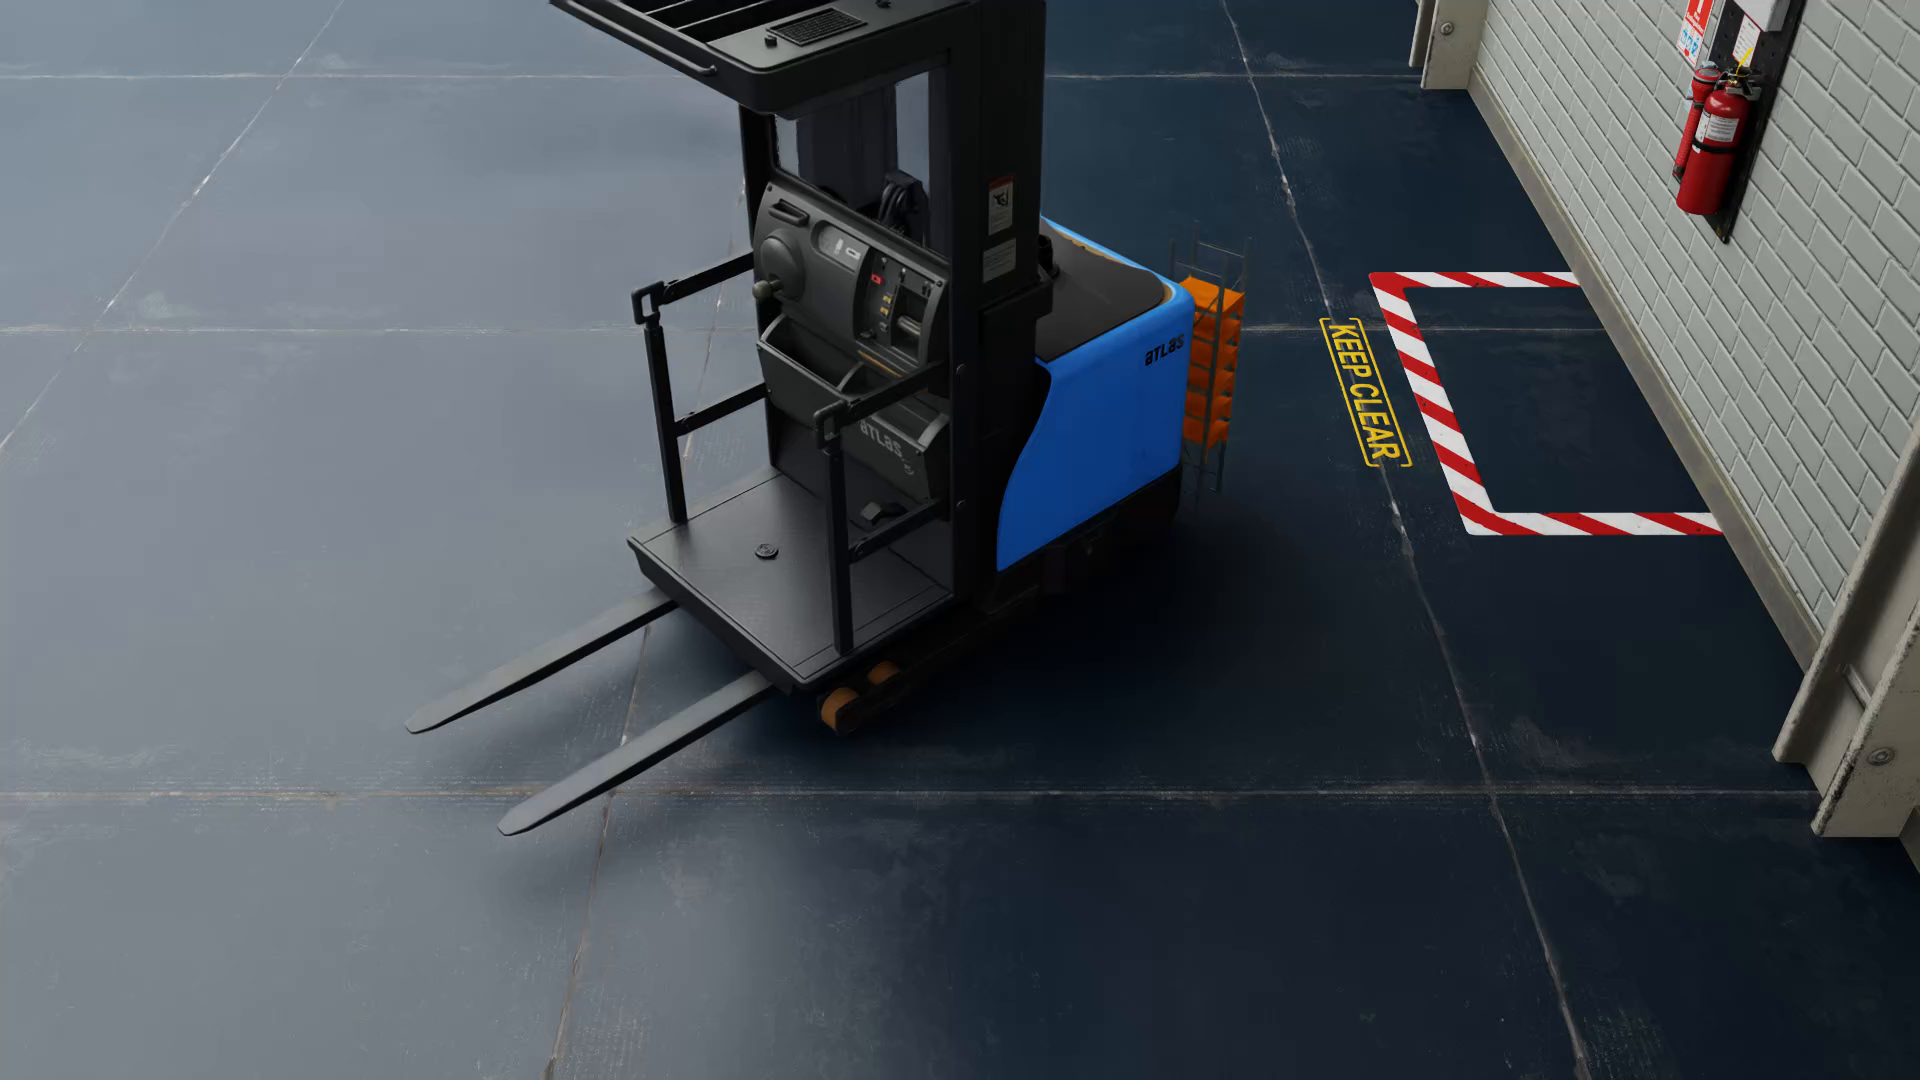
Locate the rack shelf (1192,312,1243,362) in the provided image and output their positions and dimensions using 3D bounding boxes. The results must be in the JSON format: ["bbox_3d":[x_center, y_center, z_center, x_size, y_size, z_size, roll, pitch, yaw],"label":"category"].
[{"bbox_3d":[0.944,-0.815,6.495,0.258,0.103,0.180,24,45,27],"label":"rack shelf"}]

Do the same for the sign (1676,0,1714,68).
[{"bbox_3d":[3.136,-2.215,7.087,0.001,0.329,0.234,0,39,0],"label":"sign"}]

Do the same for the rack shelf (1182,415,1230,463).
[{"bbox_3d":[0.944,-0.441,6.796,0.258,0.103,0.180,24,45,27],"label":"rack shelf"}]

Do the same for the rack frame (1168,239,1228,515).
[{"bbox_3d":[0.891,-0.616,6.560,0.240,1.200,0.006,24,45,27],"label":"rack frame"}]

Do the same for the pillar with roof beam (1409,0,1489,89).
[{"bbox_3d":[-1.314,-6.400,7.540,9.100,9.000,0.400,0,39,0],"label":"pillar with roof beam"}]

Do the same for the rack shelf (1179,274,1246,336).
[{"bbox_3d":[0.944,-0.909,6.420,0.258,0.103,0.180,24,45,27],"label":"rack shelf"}]

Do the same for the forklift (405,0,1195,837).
[{"bbox_3d":[-0.535,-0.829,5.441,3.031,2.935,1.130,-30,47,-32],"label":"forklift"}]

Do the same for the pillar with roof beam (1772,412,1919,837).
[{"bbox_3d":[-1.307,-2.648,2.858,9.100,9.000,0.400,0,39,0],"label":"pillar with roof beam"}]

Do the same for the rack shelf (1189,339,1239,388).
[{"bbox_3d":[0.944,-0.722,6.570,0.258,0.103,0.180,24,45,27],"label":"rack shelf"}]

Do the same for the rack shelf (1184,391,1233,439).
[{"bbox_3d":[0.944,-0.535,6.721,0.258,0.103,0.180,24,45,27],"label":"rack shelf"}]

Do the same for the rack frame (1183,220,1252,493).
[{"bbox_3d":[0.997,-0.709,6.676,0.240,1.200,0.006,24,45,27],"label":"rack frame"}]

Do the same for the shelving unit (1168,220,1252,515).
[{"bbox_3d":[0.944,-0.663,6.618,0.258,1.200,0.189,24,45,27],"label":"shelving unit"}]

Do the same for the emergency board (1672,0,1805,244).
[{"bbox_3d":[3.034,-1.855,6.667,0.194,1.169,0.643,0,39,0],"label":"emergency board"}]

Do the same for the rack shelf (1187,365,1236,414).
[{"bbox_3d":[0.944,-0.628,6.645,0.258,0.103,0.180,24,45,27],"label":"rack shelf"}]
